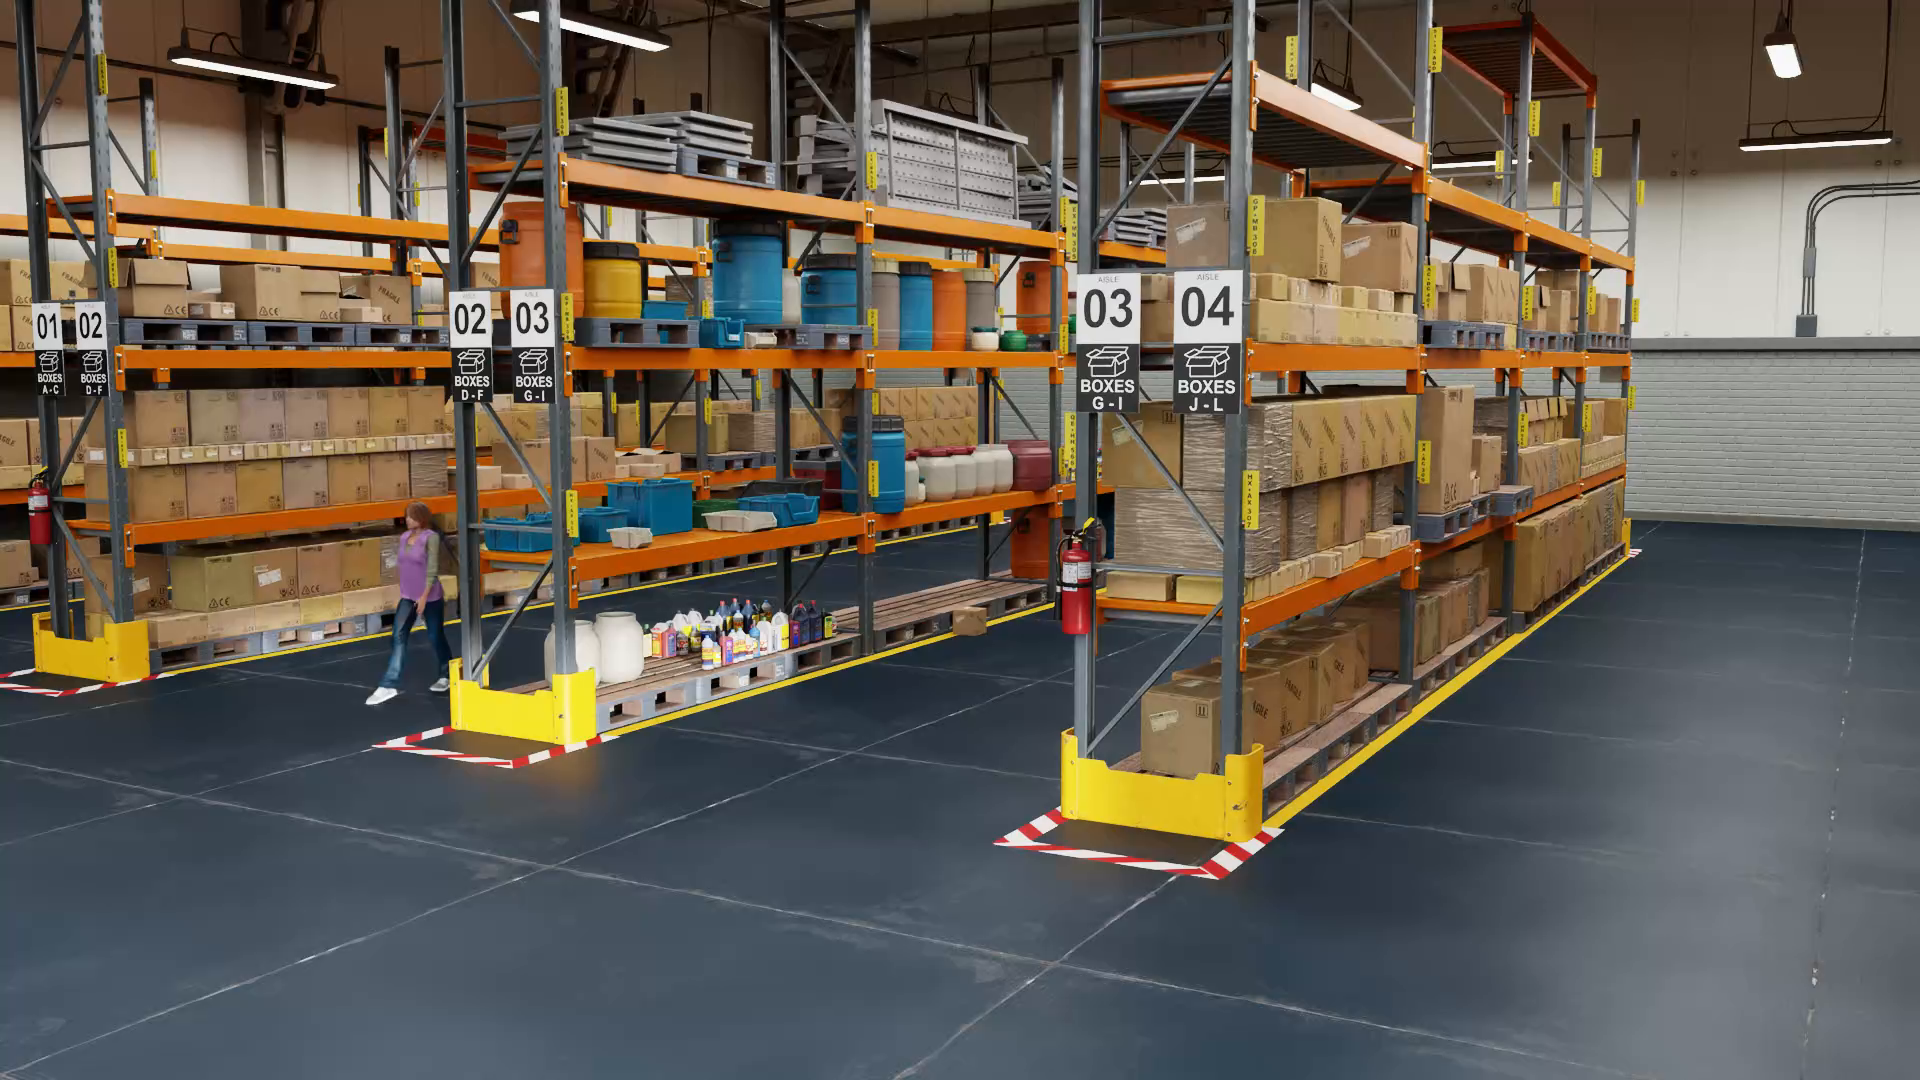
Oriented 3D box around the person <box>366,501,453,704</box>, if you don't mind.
[{"bbox_3d":[-4.337,0.496,13.250,0.429,1.535,0.834,3,7,24],"label":"person"}]
